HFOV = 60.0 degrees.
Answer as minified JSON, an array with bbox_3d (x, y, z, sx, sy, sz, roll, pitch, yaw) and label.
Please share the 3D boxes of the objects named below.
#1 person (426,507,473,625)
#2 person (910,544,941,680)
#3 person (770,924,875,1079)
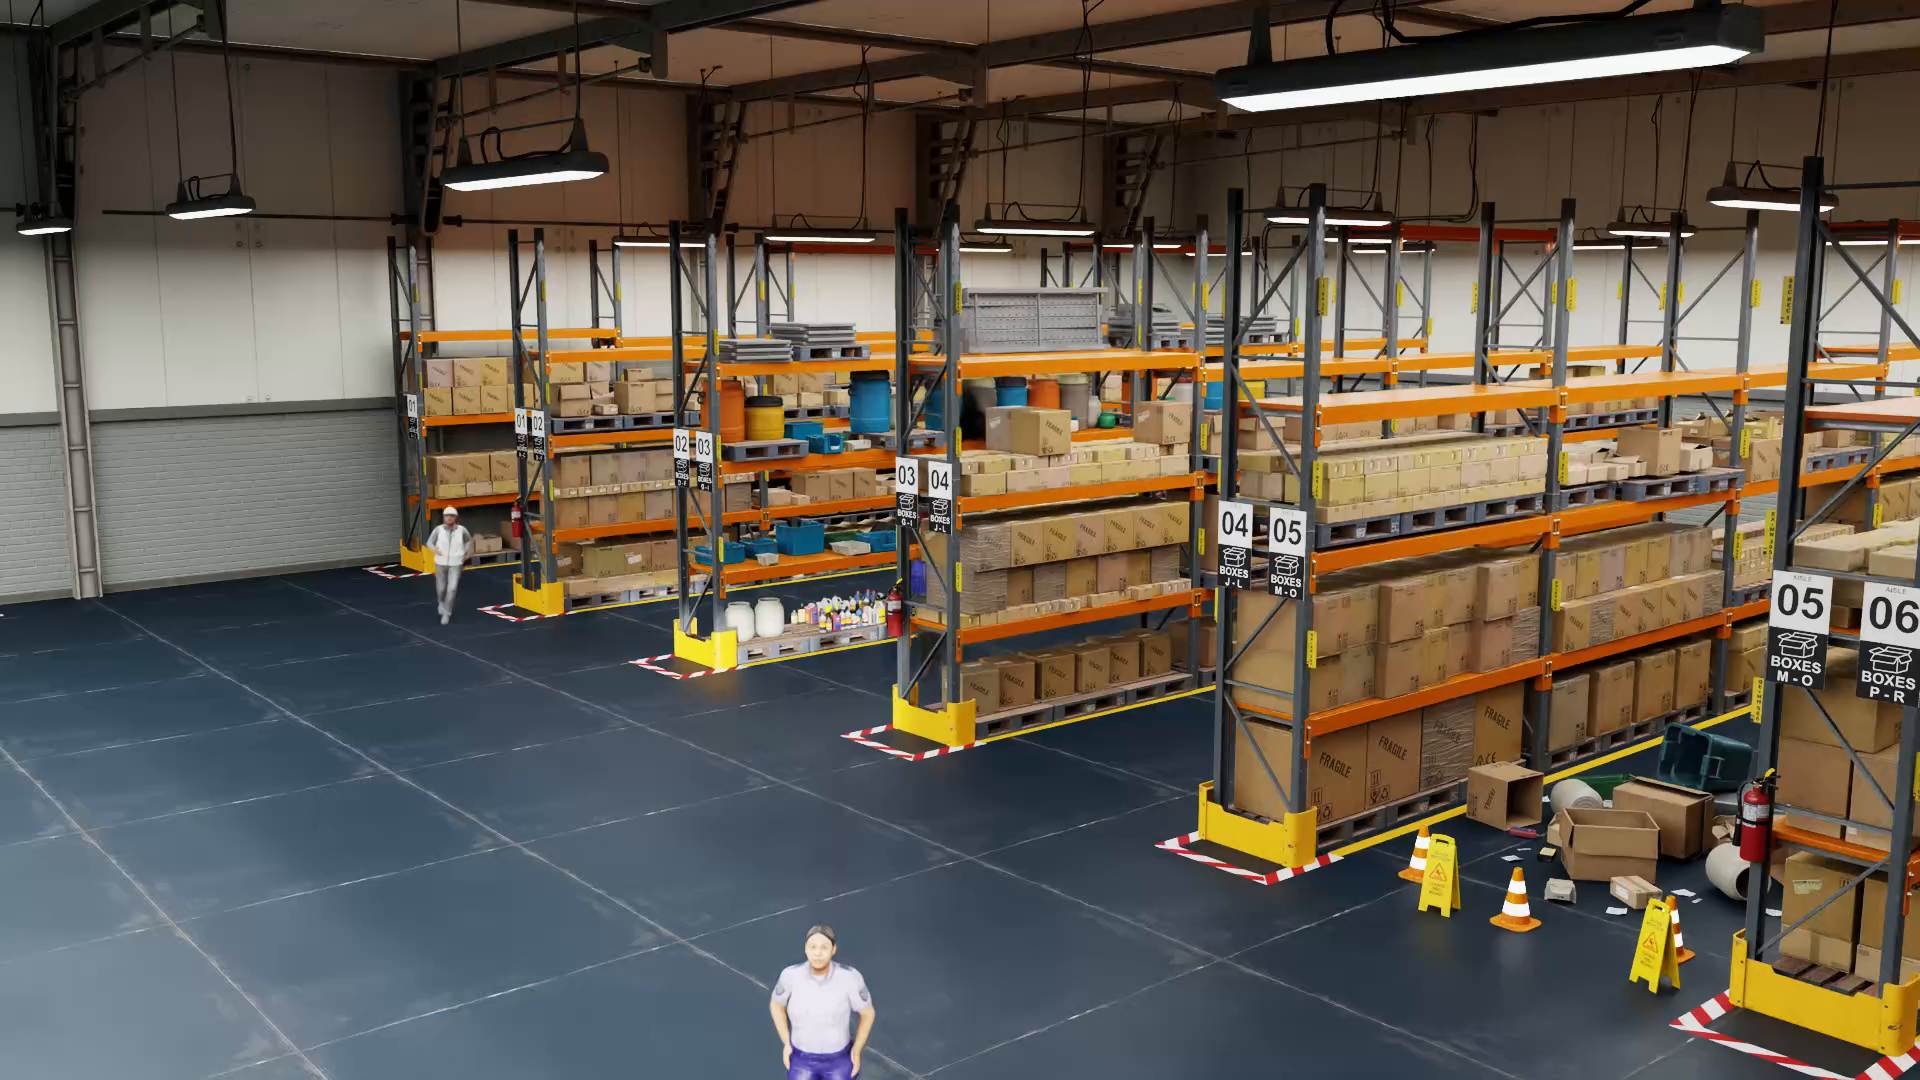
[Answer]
[{"bbox_3d":[-7.856,0.368,25.633,0.678,1.778,0.853,-2,9,-11],"label":"person"},{"bbox_3d":[-0.466,0.874,20.985,0.665,1.757,0.553,-8,12,-42],"label":"person"},{"bbox_3d":[-0.787,2.957,9.447,0.608,1.621,0.648,0,9,2],"label":"person"}]
